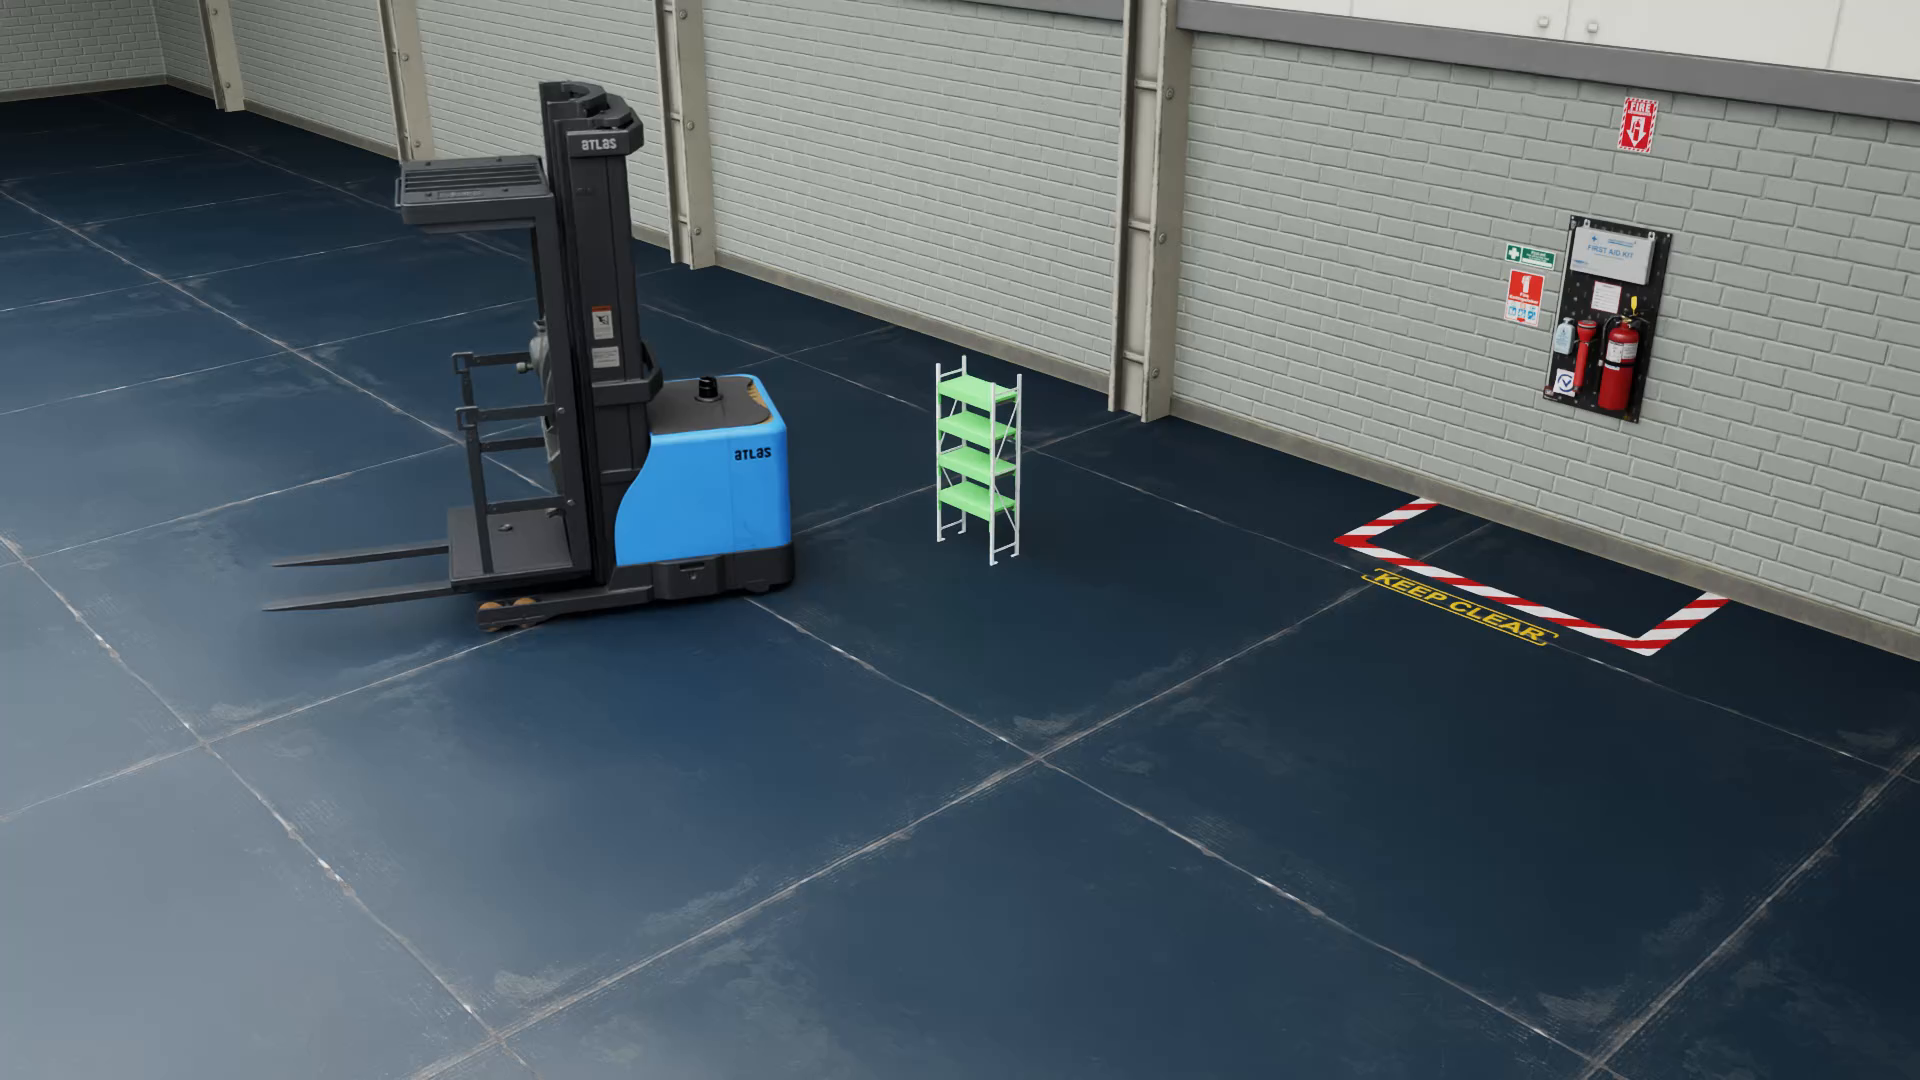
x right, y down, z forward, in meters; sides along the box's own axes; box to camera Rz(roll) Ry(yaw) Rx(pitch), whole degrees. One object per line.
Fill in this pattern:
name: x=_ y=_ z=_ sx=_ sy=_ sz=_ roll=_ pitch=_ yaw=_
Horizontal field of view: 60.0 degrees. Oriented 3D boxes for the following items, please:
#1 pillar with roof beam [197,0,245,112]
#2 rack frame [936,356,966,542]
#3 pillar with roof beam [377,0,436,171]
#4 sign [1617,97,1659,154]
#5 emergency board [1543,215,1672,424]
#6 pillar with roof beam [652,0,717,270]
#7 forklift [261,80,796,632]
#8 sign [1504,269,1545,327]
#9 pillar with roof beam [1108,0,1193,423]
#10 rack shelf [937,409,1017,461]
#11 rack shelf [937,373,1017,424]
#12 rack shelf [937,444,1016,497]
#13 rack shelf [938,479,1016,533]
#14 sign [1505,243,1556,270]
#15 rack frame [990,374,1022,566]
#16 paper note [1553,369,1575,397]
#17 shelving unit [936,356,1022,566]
pillar with roof beam: x=-14.047 y=-9.326 z=20.350 sx=9.100 sy=9.000 sz=0.400 roll=-21 pitch=32 yaw=-38
rack frame: x=-0.054 y=-0.570 z=10.553 sx=0.240 sy=1.200 sz=0.015 roll=-21 pitch=32 yaw=-38
pillar with roof beam: x=-9.946 y=-7.508 z=16.365 sx=9.100 sy=9.000 sz=0.400 roll=-21 pitch=32 yaw=-38
sign: x=3.905 y=-2.391 z=9.584 sx=0.001 sy=0.298 sz=0.199 roll=-21 pitch=32 yaw=-38
emergency board: x=3.838 y=-1.306 z=9.998 sx=0.194 sy=1.169 sz=0.643 roll=-21 pitch=32 yaw=-38
pillar with roof beam: x=-5.845 y=-5.690 z=12.380 sx=9.100 sy=9.000 sz=0.400 roll=-21 pitch=32 yaw=-38
forklift: x=-2.575 y=-1.049 z=9.519 sx=3.031 sy=2.935 sz=1.130 roll=-7 pitch=25 yaw=-15
sign: x=3.536 y=-1.519 z=10.422 sx=0.001 sy=0.329 sz=0.234 roll=-21 pitch=32 yaw=-38
pillar with roof beam: x=-1.744 y=-3.872 z=8.396 sx=9.100 sy=9.000 sz=0.400 roll=-21 pitch=32 yaw=-38
rack shelf: x=0.113 y=-0.656 z=10.318 sx=0.258 sy=0.148 sz=0.480 roll=-21 pitch=32 yaw=-38
rack shelf: x=0.113 y=-0.874 z=10.218 sx=0.258 sy=0.148 sz=0.480 roll=-21 pitch=32 yaw=-38
rack shelf: x=0.113 y=-0.438 z=10.418 sx=0.258 sy=0.148 sz=0.480 roll=-21 pitch=32 yaw=-38
rack shelf: x=0.113 y=-0.219 z=10.517 sx=0.258 sy=0.148 sz=0.480 roll=-21 pitch=32 yaw=-38
sign: x=3.532 y=-1.756 z=10.303 sx=0.001 sy=0.109 sz=0.331 roll=-21 pitch=32 yaw=-38
rack frame: x=0.280 y=-0.422 z=10.229 sx=0.240 sy=1.200 sz=0.015 roll=-21 pitch=32 yaw=-38
paper note: x=3.768 y=-0.978 z=10.341 sx=0.016 sy=0.148 sz=0.142 roll=-21 pitch=32 yaw=-38
shelving unit: x=0.113 y=-0.496 z=10.391 sx=0.258 sy=1.200 sz=0.503 roll=-21 pitch=32 yaw=-38
